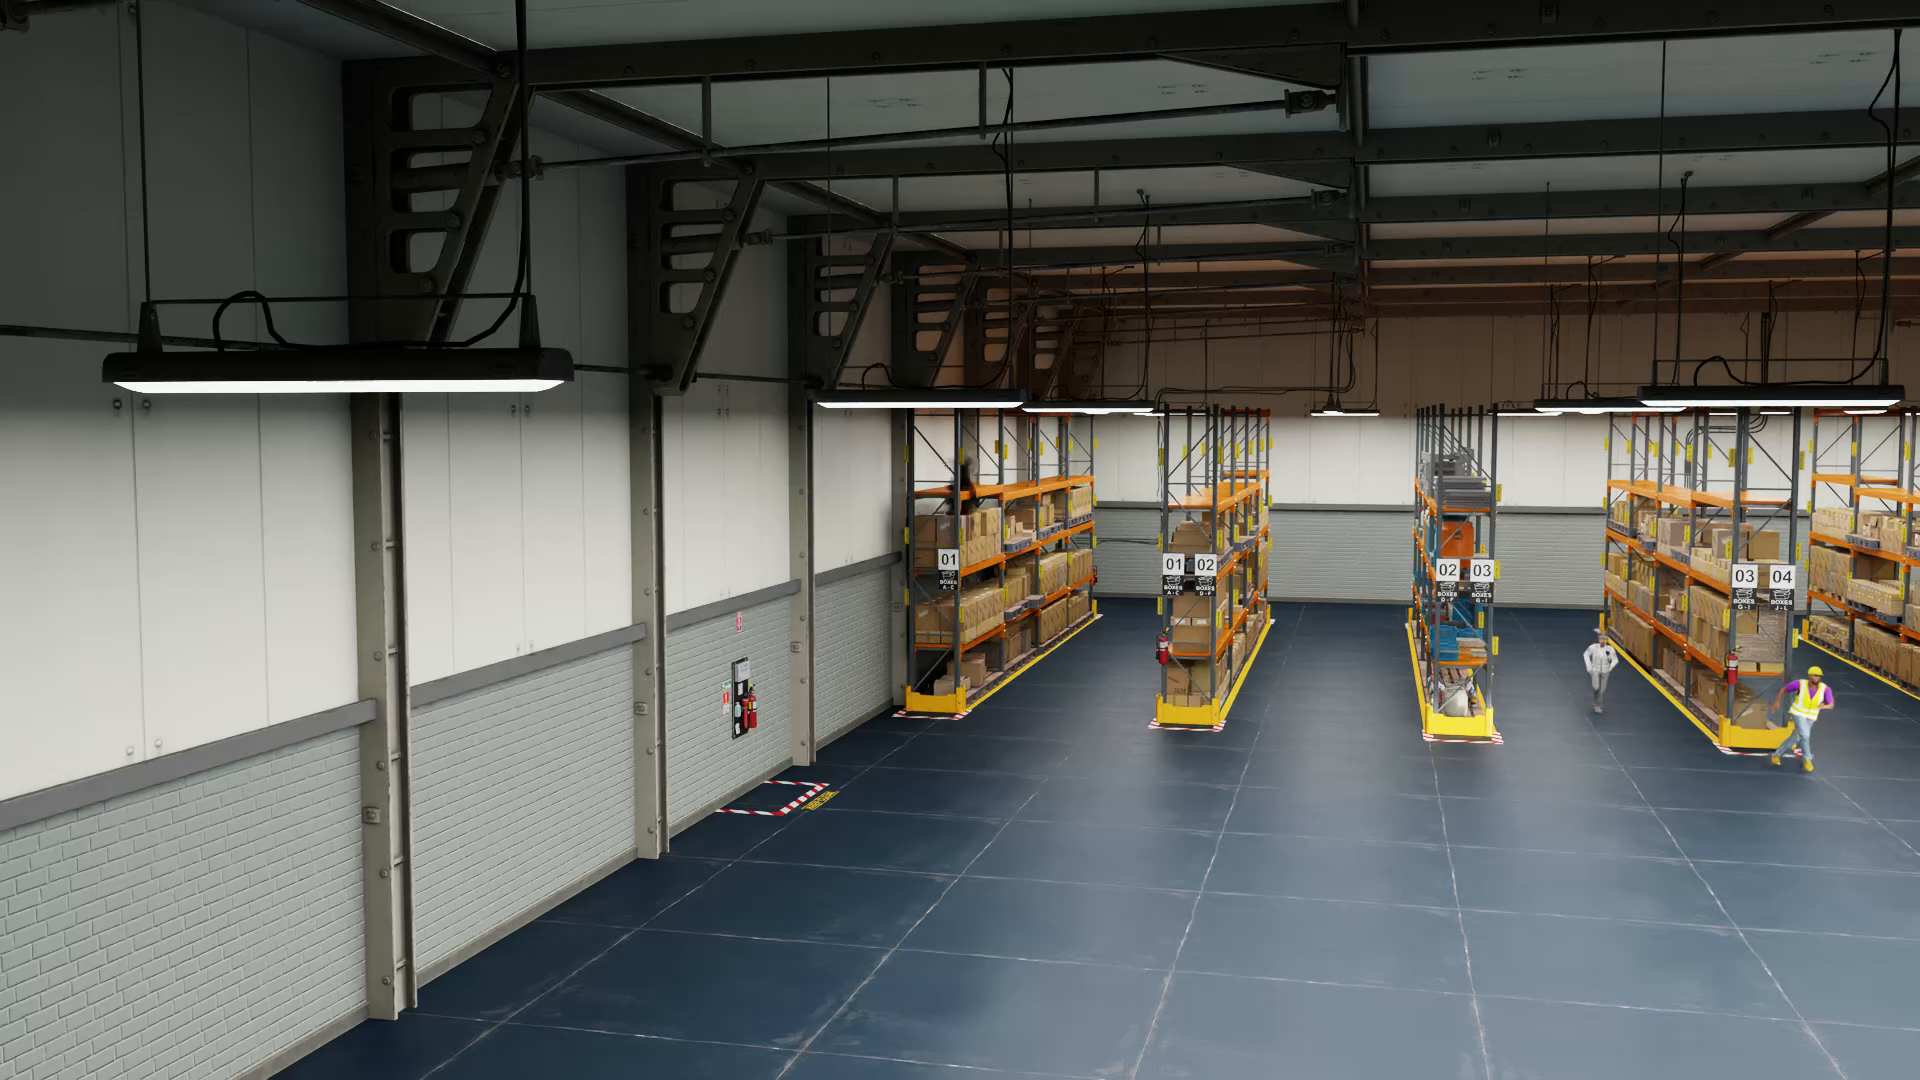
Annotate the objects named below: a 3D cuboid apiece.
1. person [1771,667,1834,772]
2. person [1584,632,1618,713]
[{"bbox_3d":[13.770,2.897,27.156,0.828,1.691,0.713,0,4,-4],"label":"person"},{"bbox_3d":[12.483,2.570,32.381,0.604,1.608,0.755,1,4,12],"label":"person"}]
